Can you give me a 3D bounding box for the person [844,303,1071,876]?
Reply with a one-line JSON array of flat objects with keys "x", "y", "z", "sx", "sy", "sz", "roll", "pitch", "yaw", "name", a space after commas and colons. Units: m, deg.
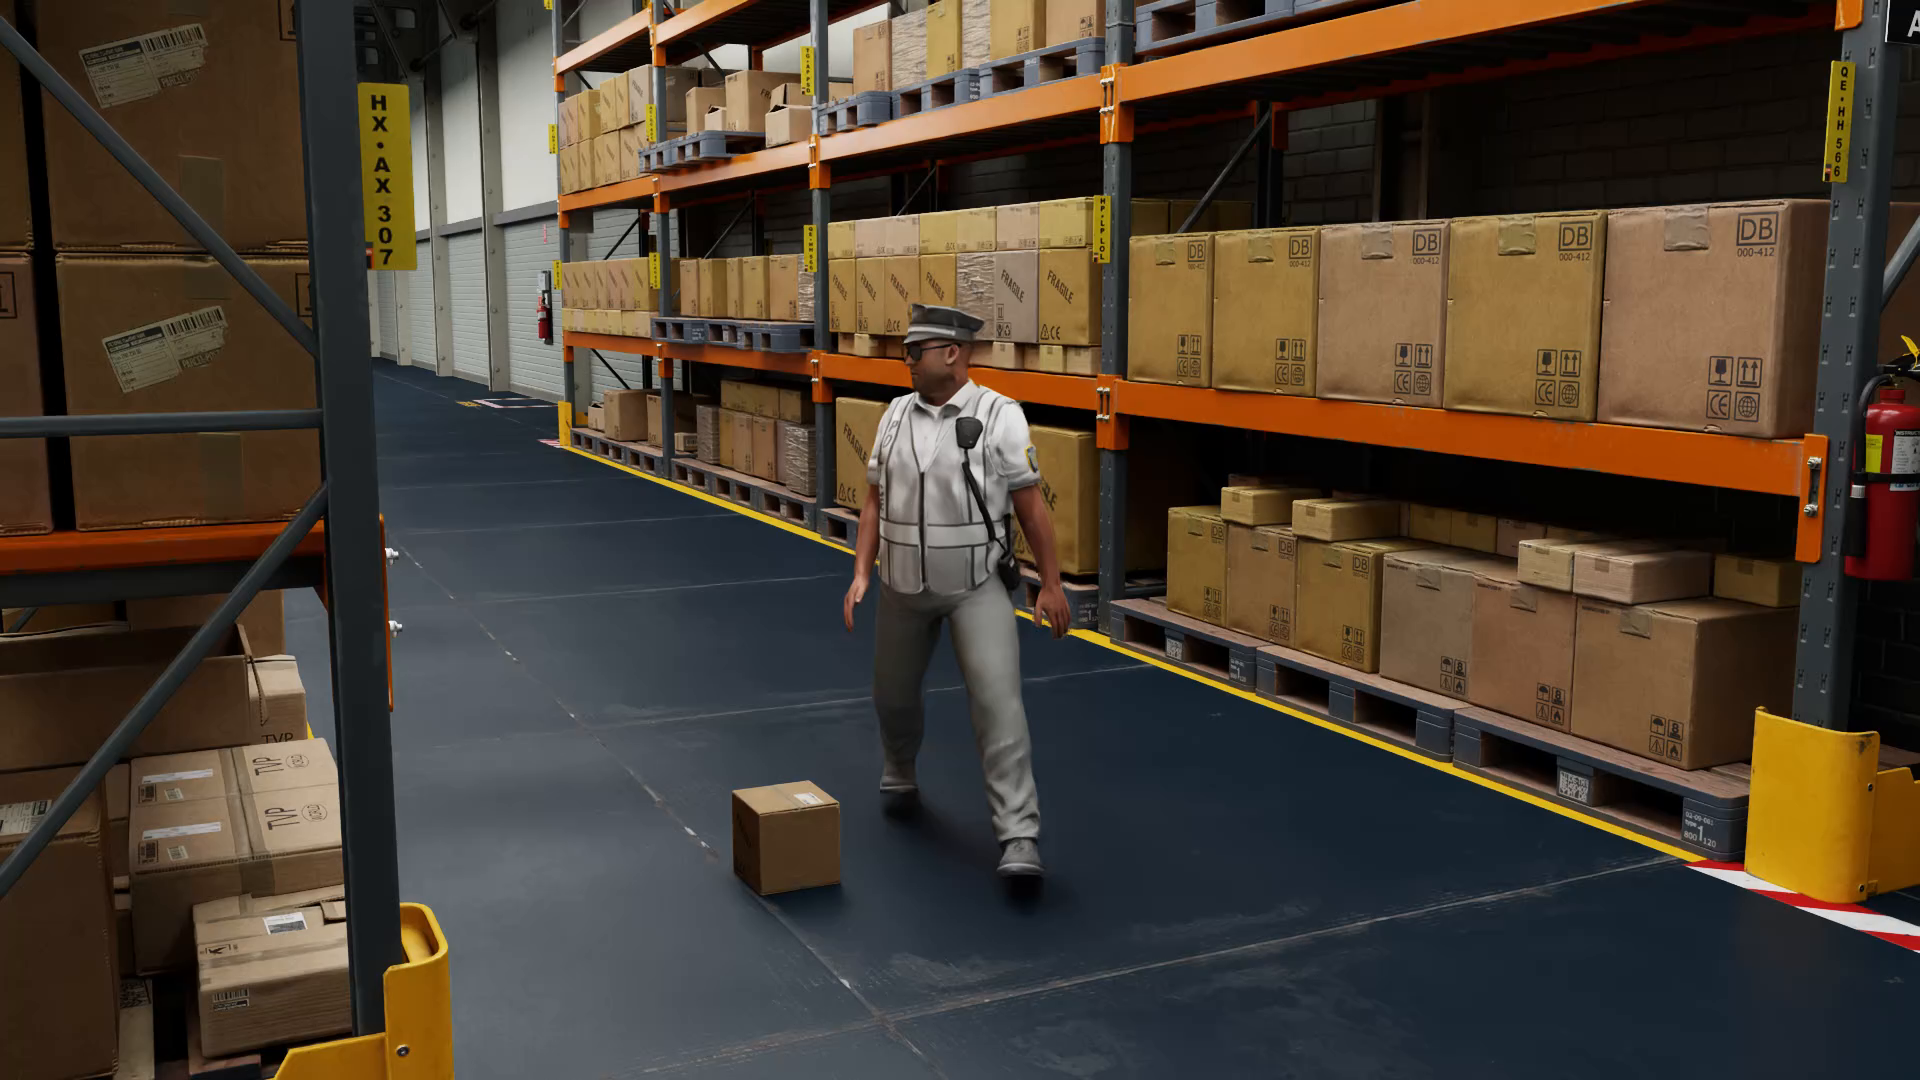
[{"x": -0.016, "y": 0.119, "z": 5.160, "sx": 0.814, "sy": 1.695, "sz": 1.000, "roll": 3, "pitch": 9, "yaw": 19, "name": "person"}]
